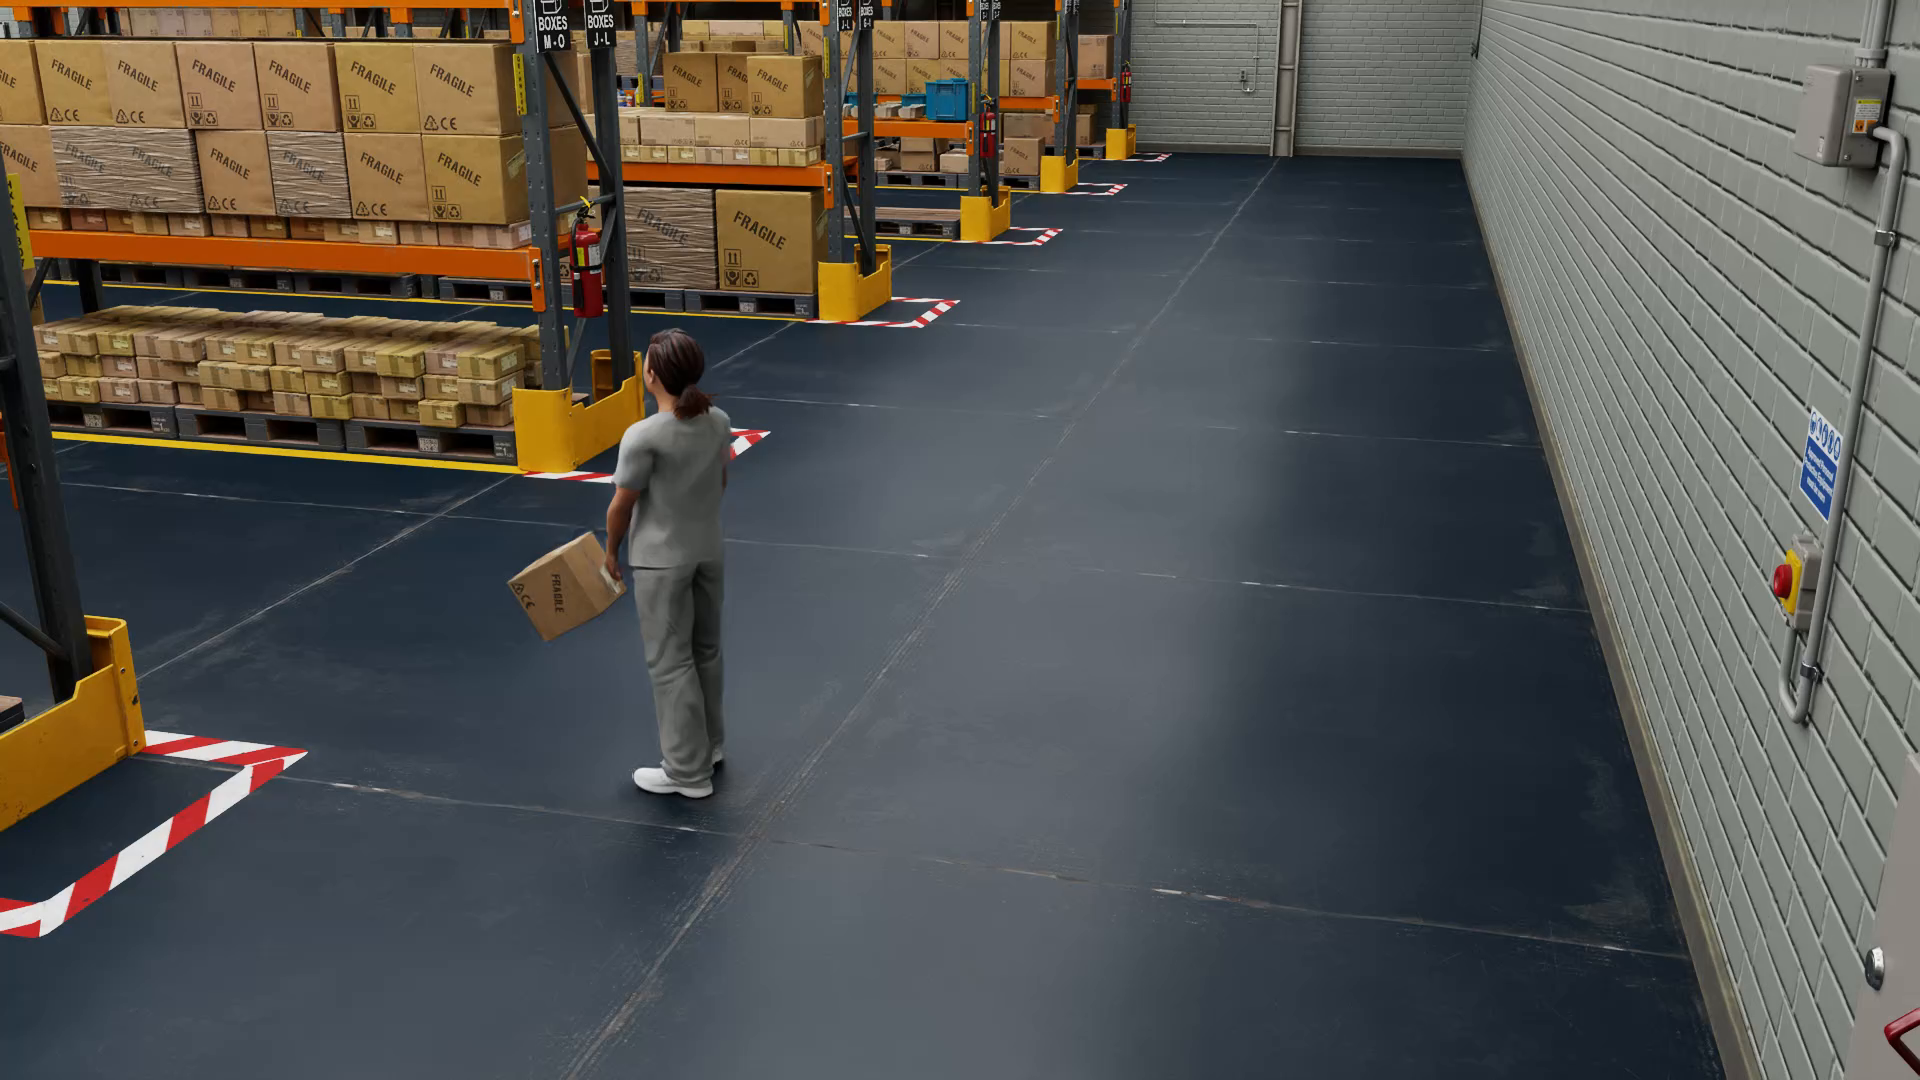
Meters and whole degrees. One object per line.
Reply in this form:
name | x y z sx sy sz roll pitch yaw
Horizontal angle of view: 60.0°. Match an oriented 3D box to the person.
person | -1.032 0.071 5.829 0.549 1.670 0.484 17 25 41
